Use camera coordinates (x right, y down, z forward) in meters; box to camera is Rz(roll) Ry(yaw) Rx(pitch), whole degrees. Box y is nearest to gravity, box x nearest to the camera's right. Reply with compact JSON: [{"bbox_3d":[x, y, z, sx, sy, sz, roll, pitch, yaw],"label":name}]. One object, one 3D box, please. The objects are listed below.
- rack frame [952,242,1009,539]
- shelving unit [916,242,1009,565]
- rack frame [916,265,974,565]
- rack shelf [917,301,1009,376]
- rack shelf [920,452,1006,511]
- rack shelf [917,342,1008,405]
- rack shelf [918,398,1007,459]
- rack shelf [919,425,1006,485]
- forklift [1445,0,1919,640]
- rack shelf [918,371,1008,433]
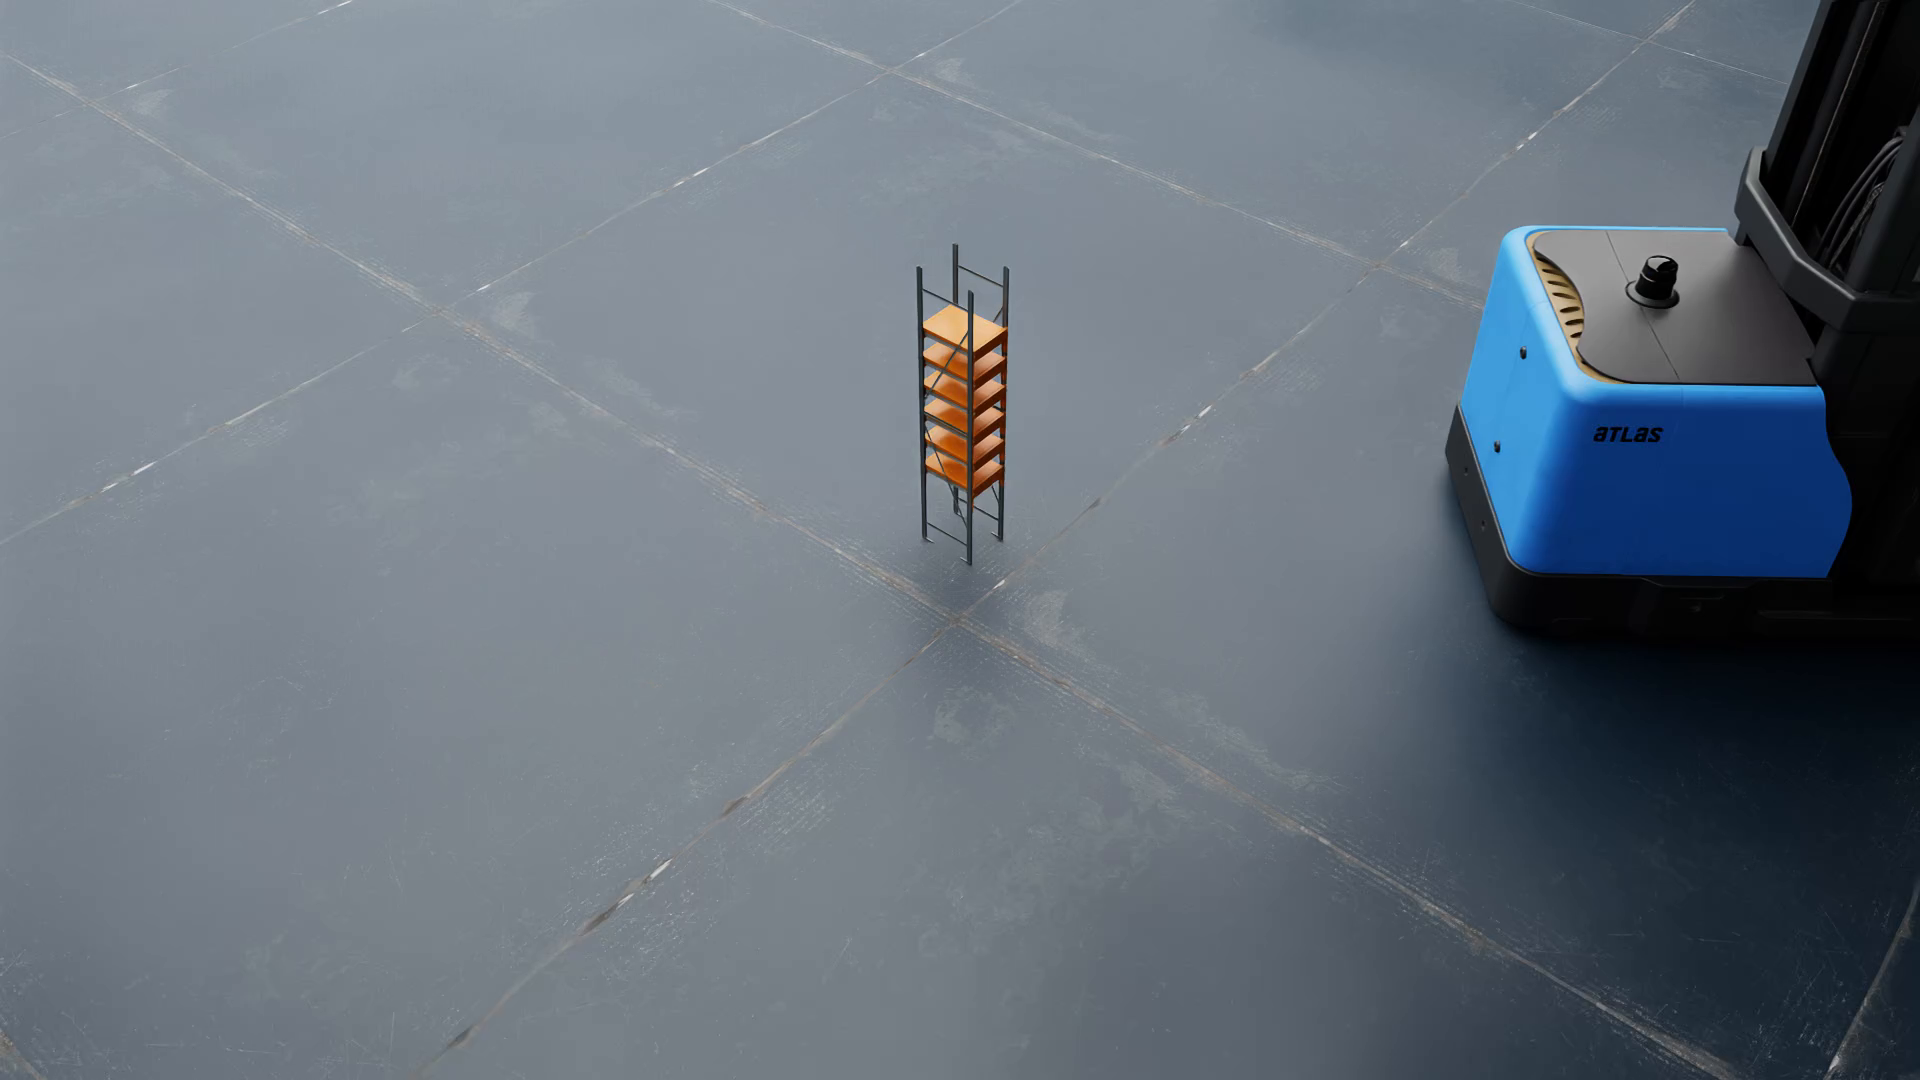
[{"bbox_3d":[0.068,-0.498,5.906,0.240,1.200,0.006,29,50,28],"label":"rack frame"},{"bbox_3d":[0.009,-0.451,5.855,0.258,1.200,0.189,29,50,28],"label":"shelving unit"},{"bbox_3d":[-0.050,-0.404,5.803,0.240,1.200,0.006,29,50,28],"label":"rack frame"},{"bbox_3d":[0.009,-0.685,5.642,0.258,0.103,0.180,29,50,28],"label":"rack shelf"},{"bbox_3d":[0.009,-0.241,6.046,0.258,0.103,0.180,29,50,28],"label":"rack shelf"},{"bbox_3d":[0.009,-0.596,5.723,0.258,0.103,0.180,29,50,28],"label":"rack shelf"},{"bbox_3d":[0.009,-0.419,5.884,0.258,0.103,0.180,29,50,28],"label":"rack shelf"},{"bbox_3d":[0.009,-0.330,5.965,0.258,0.103,0.180,29,50,28],"label":"rack shelf"},{"bbox_3d":[3.405,-1.063,5.240,3.031,2.935,1.130,1,42,1],"label":"forklift"},{"bbox_3d":[0.009,-0.507,5.804,0.258,0.103,0.180,29,50,28],"label":"rack shelf"}]
